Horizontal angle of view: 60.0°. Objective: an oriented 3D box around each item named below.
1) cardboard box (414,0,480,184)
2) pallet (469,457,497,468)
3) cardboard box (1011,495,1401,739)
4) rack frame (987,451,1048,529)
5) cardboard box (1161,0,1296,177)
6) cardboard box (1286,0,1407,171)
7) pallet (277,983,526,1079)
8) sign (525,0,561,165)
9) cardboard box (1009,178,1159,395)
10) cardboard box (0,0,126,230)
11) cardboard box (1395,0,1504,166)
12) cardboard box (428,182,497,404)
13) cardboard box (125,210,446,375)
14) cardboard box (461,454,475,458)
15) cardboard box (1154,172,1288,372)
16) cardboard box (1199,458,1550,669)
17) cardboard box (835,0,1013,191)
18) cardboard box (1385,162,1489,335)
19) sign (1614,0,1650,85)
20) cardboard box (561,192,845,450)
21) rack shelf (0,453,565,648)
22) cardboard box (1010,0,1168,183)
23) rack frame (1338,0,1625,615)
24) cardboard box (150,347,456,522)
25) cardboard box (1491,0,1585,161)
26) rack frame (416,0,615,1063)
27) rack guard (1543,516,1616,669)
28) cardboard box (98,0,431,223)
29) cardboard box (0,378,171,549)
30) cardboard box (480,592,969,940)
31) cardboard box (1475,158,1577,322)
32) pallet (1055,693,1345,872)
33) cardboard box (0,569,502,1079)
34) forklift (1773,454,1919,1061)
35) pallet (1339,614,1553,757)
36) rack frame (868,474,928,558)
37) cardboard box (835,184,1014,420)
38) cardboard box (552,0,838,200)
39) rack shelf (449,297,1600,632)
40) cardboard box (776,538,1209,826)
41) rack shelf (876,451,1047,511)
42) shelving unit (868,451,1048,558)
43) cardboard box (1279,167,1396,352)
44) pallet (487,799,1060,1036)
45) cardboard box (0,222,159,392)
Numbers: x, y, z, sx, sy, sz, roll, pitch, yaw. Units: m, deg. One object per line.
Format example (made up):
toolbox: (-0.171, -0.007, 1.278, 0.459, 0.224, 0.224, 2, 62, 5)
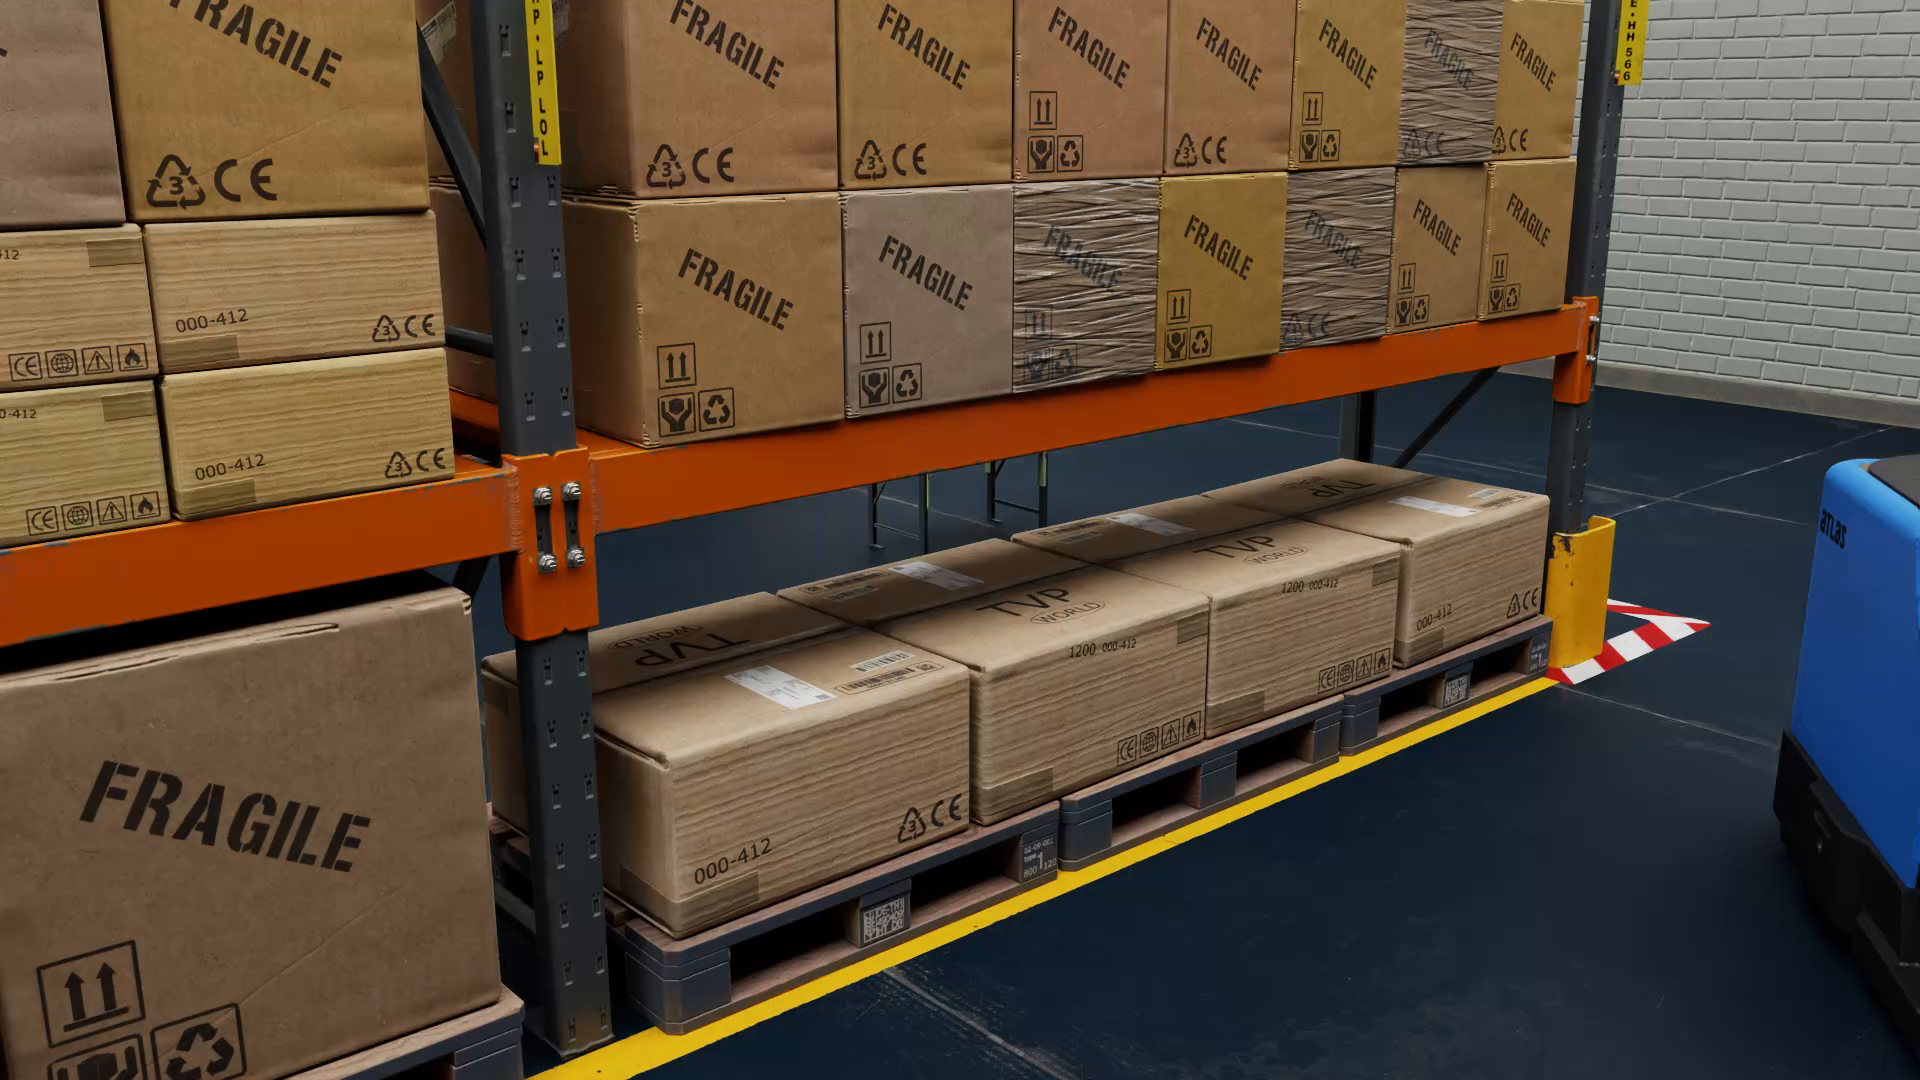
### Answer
cardboard box: (-0.956, -1.103, 3.936, 0.500, 0.500, 0.500, -13, 20, -40)
pallet: (-3.052, -0.366, 8.710, 1.213, 0.211, 1.003, -13, 19, -39)
cardboard box: (0.770, 0.207, 5.312, 0.875, 0.438, 0.875, -12, 19, -38)
rack frame: (0.271, -0.785, 7.784, 0.023, 1.500, 0.400, -13, 19, -39)
cardboard box: (0.549, -1.257, 4.511, 0.500, 0.500, 0.500, -13, 20, -40)
cardboard box: (0.930, -1.342, 4.829, 0.500, 0.500, 0.500, -13, 20, -40)
pallet: (-1.663, 1.055, 3.393, 1.213, 0.211, 1.003, -13, 19, -39)
sign: (-0.767, -0.855, 3.049, 0.005, 0.325, 0.100, -13, 19, -39)
cardboard box: (0.157, -0.682, 4.298, 0.500, 0.500, 0.500, -12, 19, -39)
cardboard box: (-1.688, -0.756, 2.635, 0.500, 0.500, 0.500, -12, 19, -38)
cardboard box: (1.305, -1.425, 5.140, 0.500, 0.500, 0.500, -13, 19, -39)
cardboard box: (-0.948, -0.615, 4.045, 0.500, 0.500, 0.500, -12, 19, -39)
cardboard box: (-1.303, -0.485, 3.075, 0.500, 0.250, 0.500, -13, 20, -39)
cardboard box: (-2.630, -0.524, 8.612, 0.250, 0.149, 0.380, -12, 19, -38)
cardboard box: (0.546, -0.770, 4.625, 0.500, 0.500, 0.500, -12, 19, -38)
cardboard box: (1.455, 0.051, 5.899, 0.875, 0.438, 0.875, -14, 20, -41)
cardboard box: (-0.227, -1.087, 3.876, 0.500, 0.500, 0.500, -13, 20, -40)
cardboard box: (1.309, -0.949, 5.295, 0.500, 0.500, 0.500, -13, 20, -41)
sign: (2.233, -1.681, 5.530, 0.005, 0.325, 0.100, -13, 19, -39)
cardboard box: (-0.604, -0.515, 3.671, 0.500, 0.500, 0.500, -12, 19, -38)
rack shelf: (-2.639, 0.248, 2.402, 4.000, 0.370, 1.077, -13, 19, -39)
cardboard box: (0.167, -1.172, 4.193, 0.500, 0.500, 0.500, -12, 19, -38)
rack frame: (1.887, -1.116, 6.114, 0.127, 3.000, 1.000, -13, 19, -39)
cardboard box: (-1.303, -0.240, 3.128, 0.500, 0.250, 0.500, -13, 20, -41)
cardboard box: (1.680, -1.519, 5.493, 0.500, 0.500, 0.500, -12, 19, -38)
rack frame: (-1.130, -0.438, 3.577, 0.127, 3.000, 1.000, -13, 19, -39)
rack guard: (1.905, 0.088, 6.452, 0.348, 0.500, 1.175, -13, 19, -39)
cardboard box: (-1.303, -0.845, 2.969, 0.500, 0.500, 0.500, -12, 19, -38)
cardboard box: (-1.688, -0.154, 2.806, 0.500, 0.250, 0.500, -13, 20, -40)
cardboard box: (-0.586, 0.512, 4.174, 0.875, 0.438, 0.875, -13, 20, -40)
cardboard box: (1.697, -1.031, 5.602, 0.500, 0.500, 0.500, -13, 19, -39)
pallet: (0.415, 0.588, 5.140, 1.213, 0.211, 1.003, -13, 19, -39)
cardboard box: (-1.546, 0.506, 3.346, 0.875, 0.875, 0.875, -12, 19, -38)
forklift: (2.497, -0.206, 2.841, 1.130, 2.935, 3.031, 3, 15, 11)
pallet: (1.335, 0.382, 5.910, 1.213, 0.211, 1.003, -13, 19, -39)
rack frame: (-0.281, -0.661, 7.320, 0.023, 1.500, 0.400, -13, 19, -39)
cardboard box: (-0.222, -0.599, 3.987, 0.500, 0.500, 0.500, -12, 19, -39)
cardboard box: (-0.612, -1.003, 3.561, 0.500, 0.500, 0.500, -12, 19, -39)
rack shelf: (0.378, -0.429, 4.938, 4.000, 0.370, 1.077, -13, 19, -39)
cardboard box: (0.089, 0.360, 4.742, 0.875, 0.438, 0.875, -13, 20, -41)
rack shelf: (-0.005, -0.408, 7.636, 0.720, 0.370, 0.431, -13, 19, -39)
shelving unit: (-0.005, -0.723, 7.552, 0.755, 1.500, 0.431, -13, 19, -39)
cardboard box: (0.927, -0.860, 4.962, 0.500, 0.500, 0.500, -12, 19, -38)
pallet: (-0.505, 0.796, 4.362, 1.213, 0.211, 1.003, -13, 19, -39)
cardboard box: (-1.676, -0.399, 2.753, 0.500, 0.250, 0.500, -12, 19, -38)
